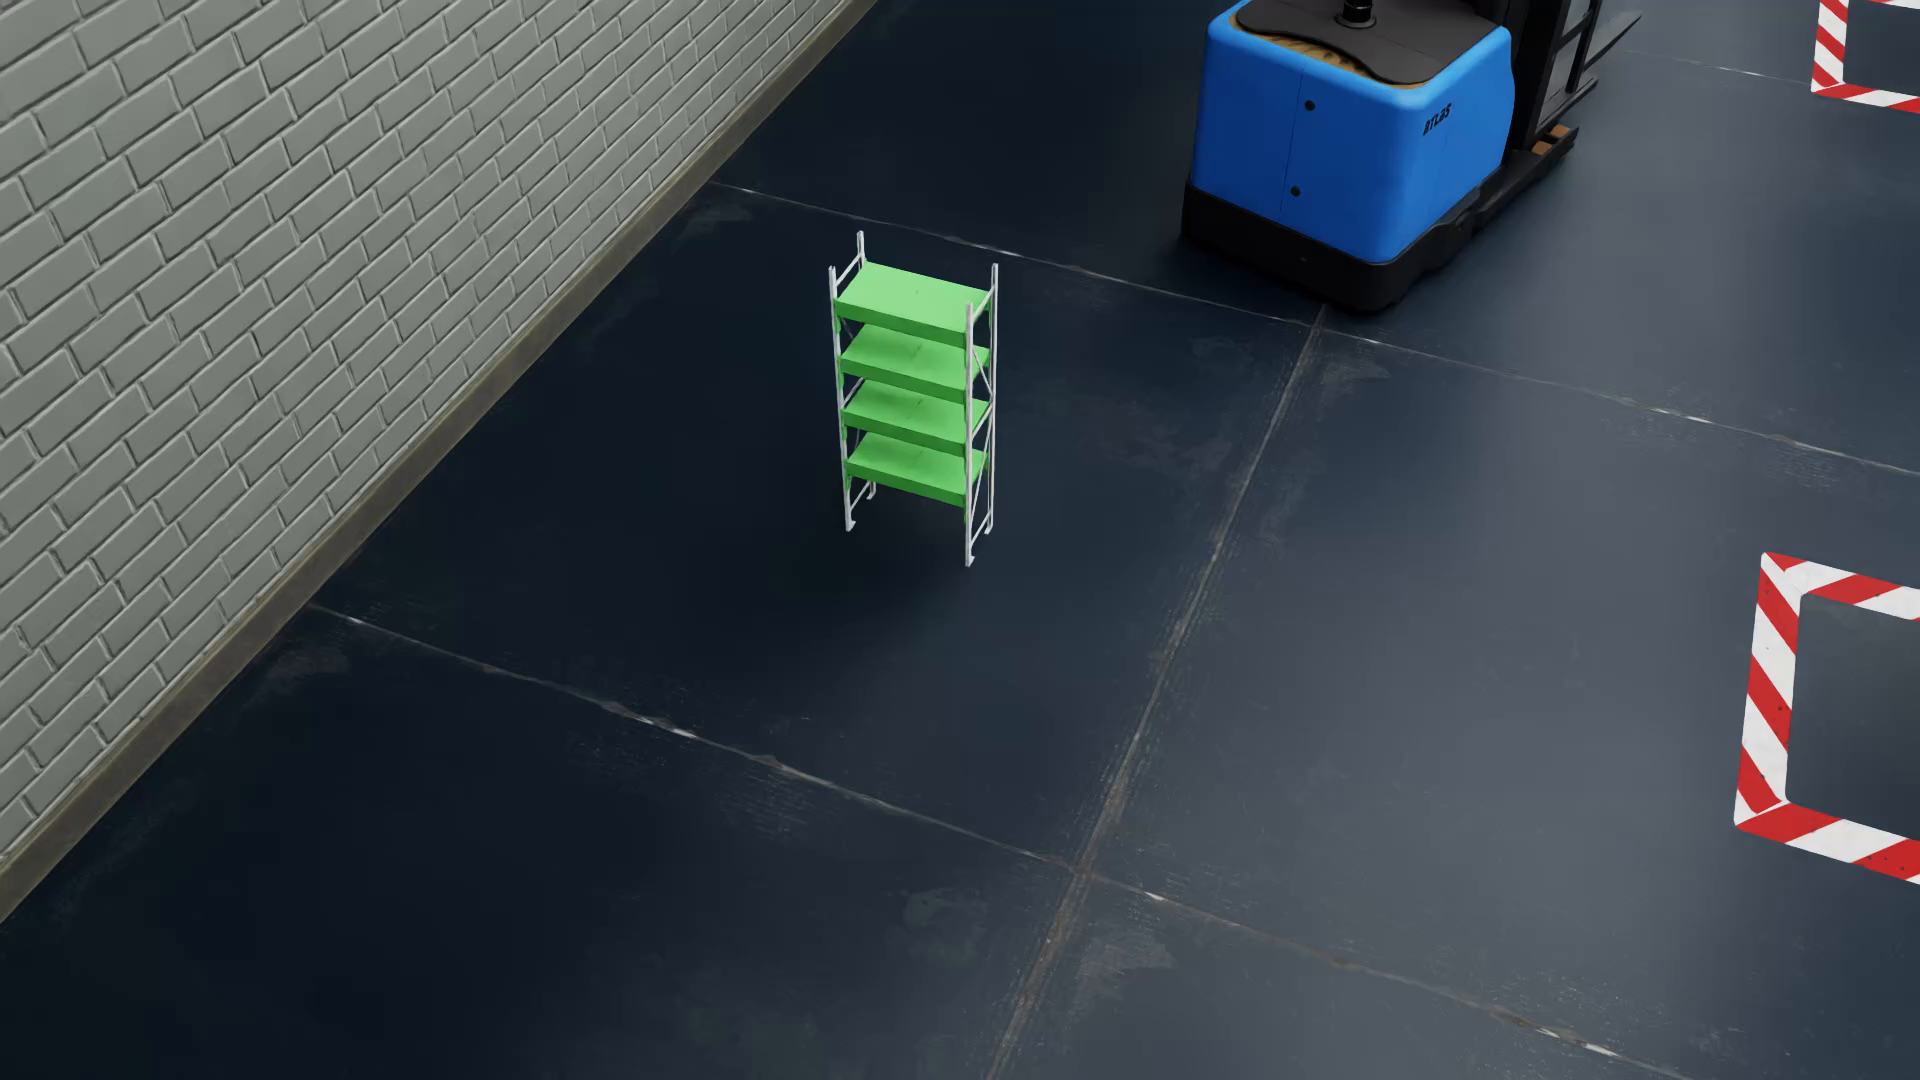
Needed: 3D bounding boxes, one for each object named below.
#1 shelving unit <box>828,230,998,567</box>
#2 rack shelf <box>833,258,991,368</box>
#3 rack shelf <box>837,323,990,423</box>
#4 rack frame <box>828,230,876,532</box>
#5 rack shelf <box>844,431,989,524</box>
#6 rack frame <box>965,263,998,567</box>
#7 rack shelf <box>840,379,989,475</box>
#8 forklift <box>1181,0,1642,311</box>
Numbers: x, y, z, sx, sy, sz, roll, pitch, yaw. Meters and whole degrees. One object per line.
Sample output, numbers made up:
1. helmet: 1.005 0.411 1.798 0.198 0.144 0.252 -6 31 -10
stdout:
1. shelving unit: -0.153 -0.470 5.872 0.503 1.200 0.258 16 47 16
2. rack shelf: -0.153 -0.765 5.579 0.480 0.148 0.258 16 47 16
3. rack shelf: -0.153 -0.595 5.748 0.480 0.148 0.258 16 47 16
4. rack frame: -0.378 -0.537 5.939 0.015 1.200 0.240 16 47 16
5. rack shelf: -0.153 -0.255 6.086 0.480 0.148 0.258 16 47 16
6. rack frame: 0.072 -0.404 5.805 0.015 1.200 0.240 16 47 16
7. rack shelf: -0.153 -0.425 5.917 0.480 0.148 0.258 16 47 16
8. forklift: 2.346 -2.993 7.181 1.130 2.935 3.031 31 53 27
